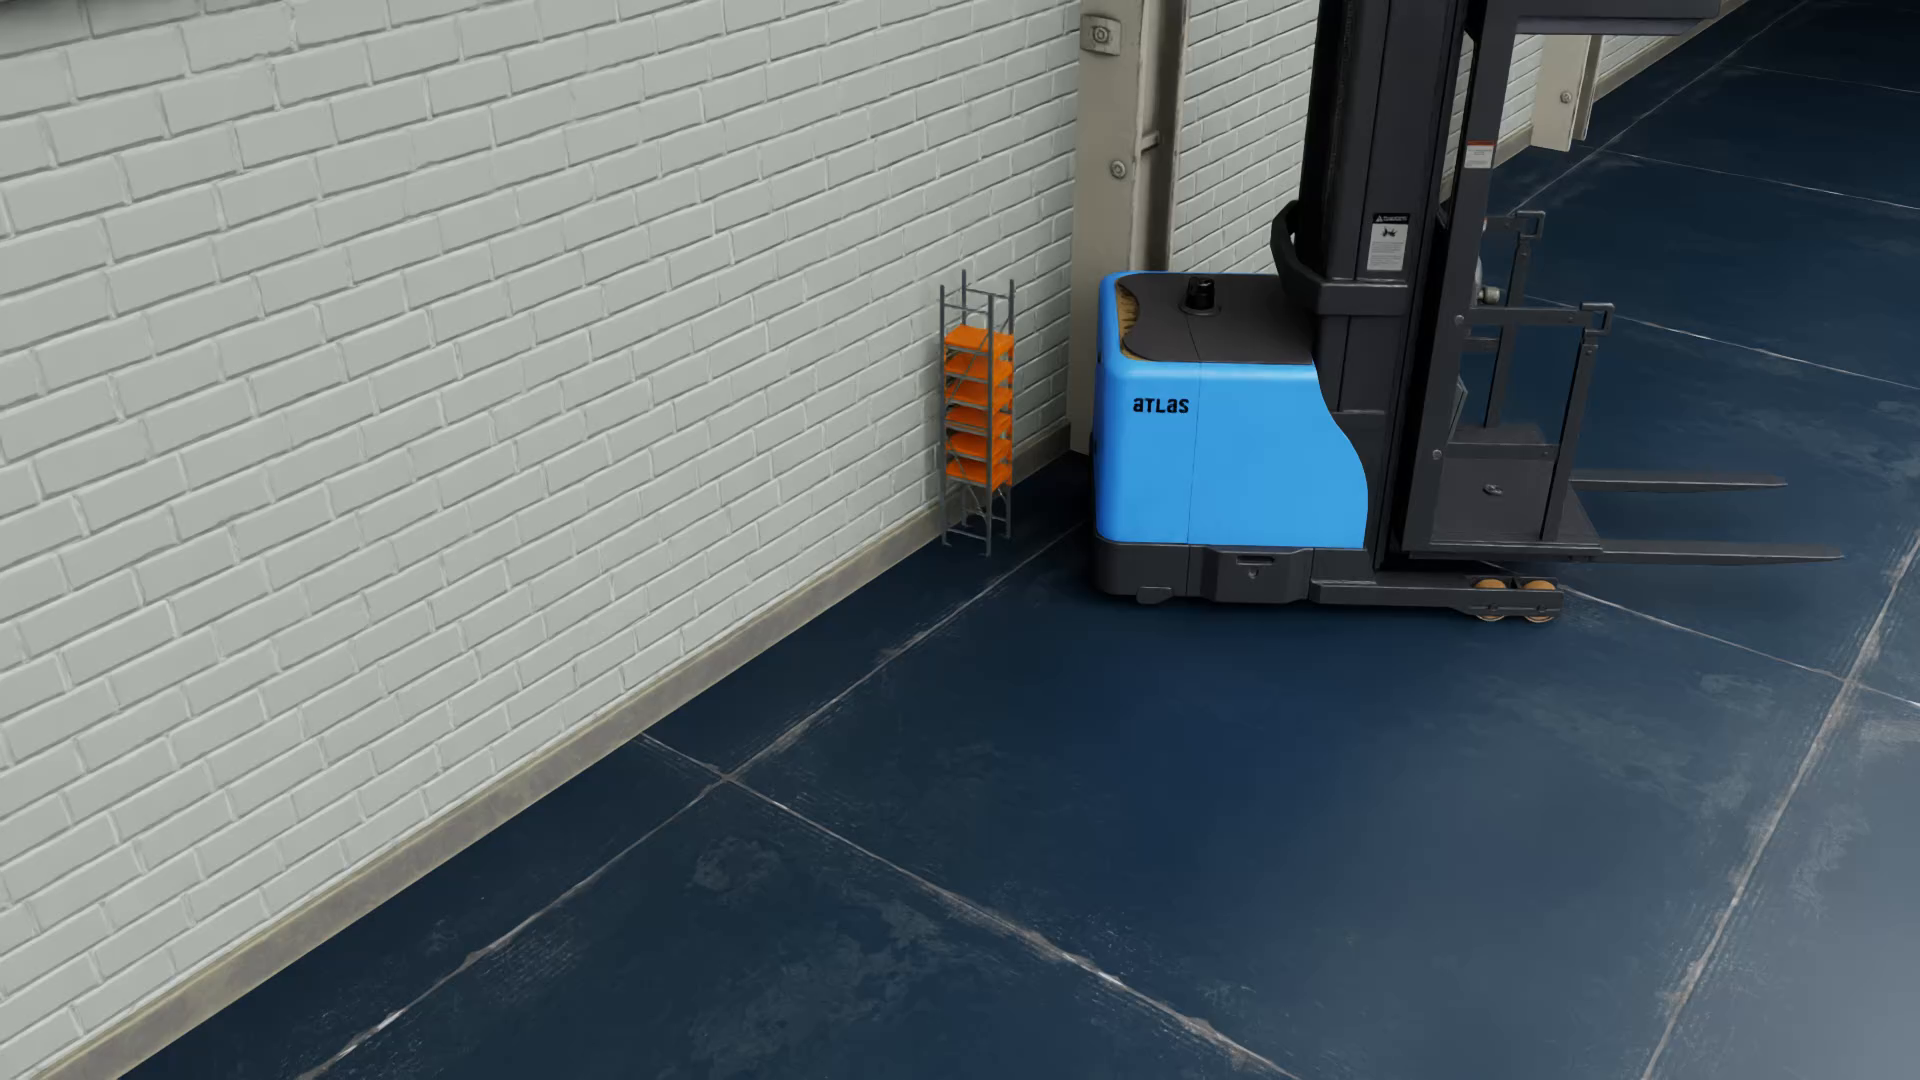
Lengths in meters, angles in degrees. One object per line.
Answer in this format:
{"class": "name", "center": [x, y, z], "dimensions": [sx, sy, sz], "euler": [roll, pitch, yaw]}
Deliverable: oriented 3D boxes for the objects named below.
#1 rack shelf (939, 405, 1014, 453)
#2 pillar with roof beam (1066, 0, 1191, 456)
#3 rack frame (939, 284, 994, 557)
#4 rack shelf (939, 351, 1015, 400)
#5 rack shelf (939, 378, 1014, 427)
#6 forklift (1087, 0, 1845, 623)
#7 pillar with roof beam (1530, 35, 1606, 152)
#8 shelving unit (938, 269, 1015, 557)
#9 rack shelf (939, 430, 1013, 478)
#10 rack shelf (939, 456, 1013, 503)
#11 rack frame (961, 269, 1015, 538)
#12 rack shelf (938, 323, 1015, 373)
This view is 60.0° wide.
{"class": "rack shelf", "center": [0.069, -0.474, 6.960], "dimensions": [0.258, 0.103, 0.180], "euler": [15, 34, 24]}
{"class": "pillar with roof beam", "center": [4.173, -3.028, 3.532], "dimensions": [9.100, 9.000, 0.400], "euler": [21, 37, 31]}
{"class": "rack frame", "center": [0.025, -0.471, 6.868], "dimensions": [0.240, 1.200, 0.006], "euler": [15, 34, 24]}
{"class": "rack shelf", "center": [0.068, -0.681, 6.838], "dimensions": [0.258, 0.103, 0.180], "euler": [15, 34, 24]}
{"class": "rack shelf", "center": [0.068, -0.577, 6.899], "dimensions": [0.258, 0.103, 0.180], "euler": [15, 34, 24]}
{"class": "forklift", "center": [2.072, -1.209, 6.415], "dimensions": [3.031, 2.935, 1.130], "euler": [1, 31, 2]}
{"class": "pillar with roof beam", "center": [7.795, -5.466, 7.647], "dimensions": [9.100, 9.000, 0.400], "euler": [21, 37, 31]}
{"class": "shelving unit", "center": [0.069, -0.512, 6.938], "dimensions": [0.258, 1.200, 0.189], "euler": [15, 34, 24]}
{"class": "rack shelf", "center": [0.069, -0.371, 7.022], "dimensions": [0.258, 0.103, 0.180], "euler": [15, 34, 24]}
{"class": "rack shelf", "center": [0.069, -0.268, 7.083], "dimensions": [0.258, 0.103, 0.180], "euler": [15, 34, 24]}
{"class": "rack frame", "center": [0.112, -0.554, 7.007], "dimensions": [0.240, 1.200, 0.006], "euler": [15, 34, 24]}
{"class": "rack shelf", "center": [0.068, -0.784, 6.777], "dimensions": [0.258, 0.103, 0.180], "euler": [15, 34, 24]}
